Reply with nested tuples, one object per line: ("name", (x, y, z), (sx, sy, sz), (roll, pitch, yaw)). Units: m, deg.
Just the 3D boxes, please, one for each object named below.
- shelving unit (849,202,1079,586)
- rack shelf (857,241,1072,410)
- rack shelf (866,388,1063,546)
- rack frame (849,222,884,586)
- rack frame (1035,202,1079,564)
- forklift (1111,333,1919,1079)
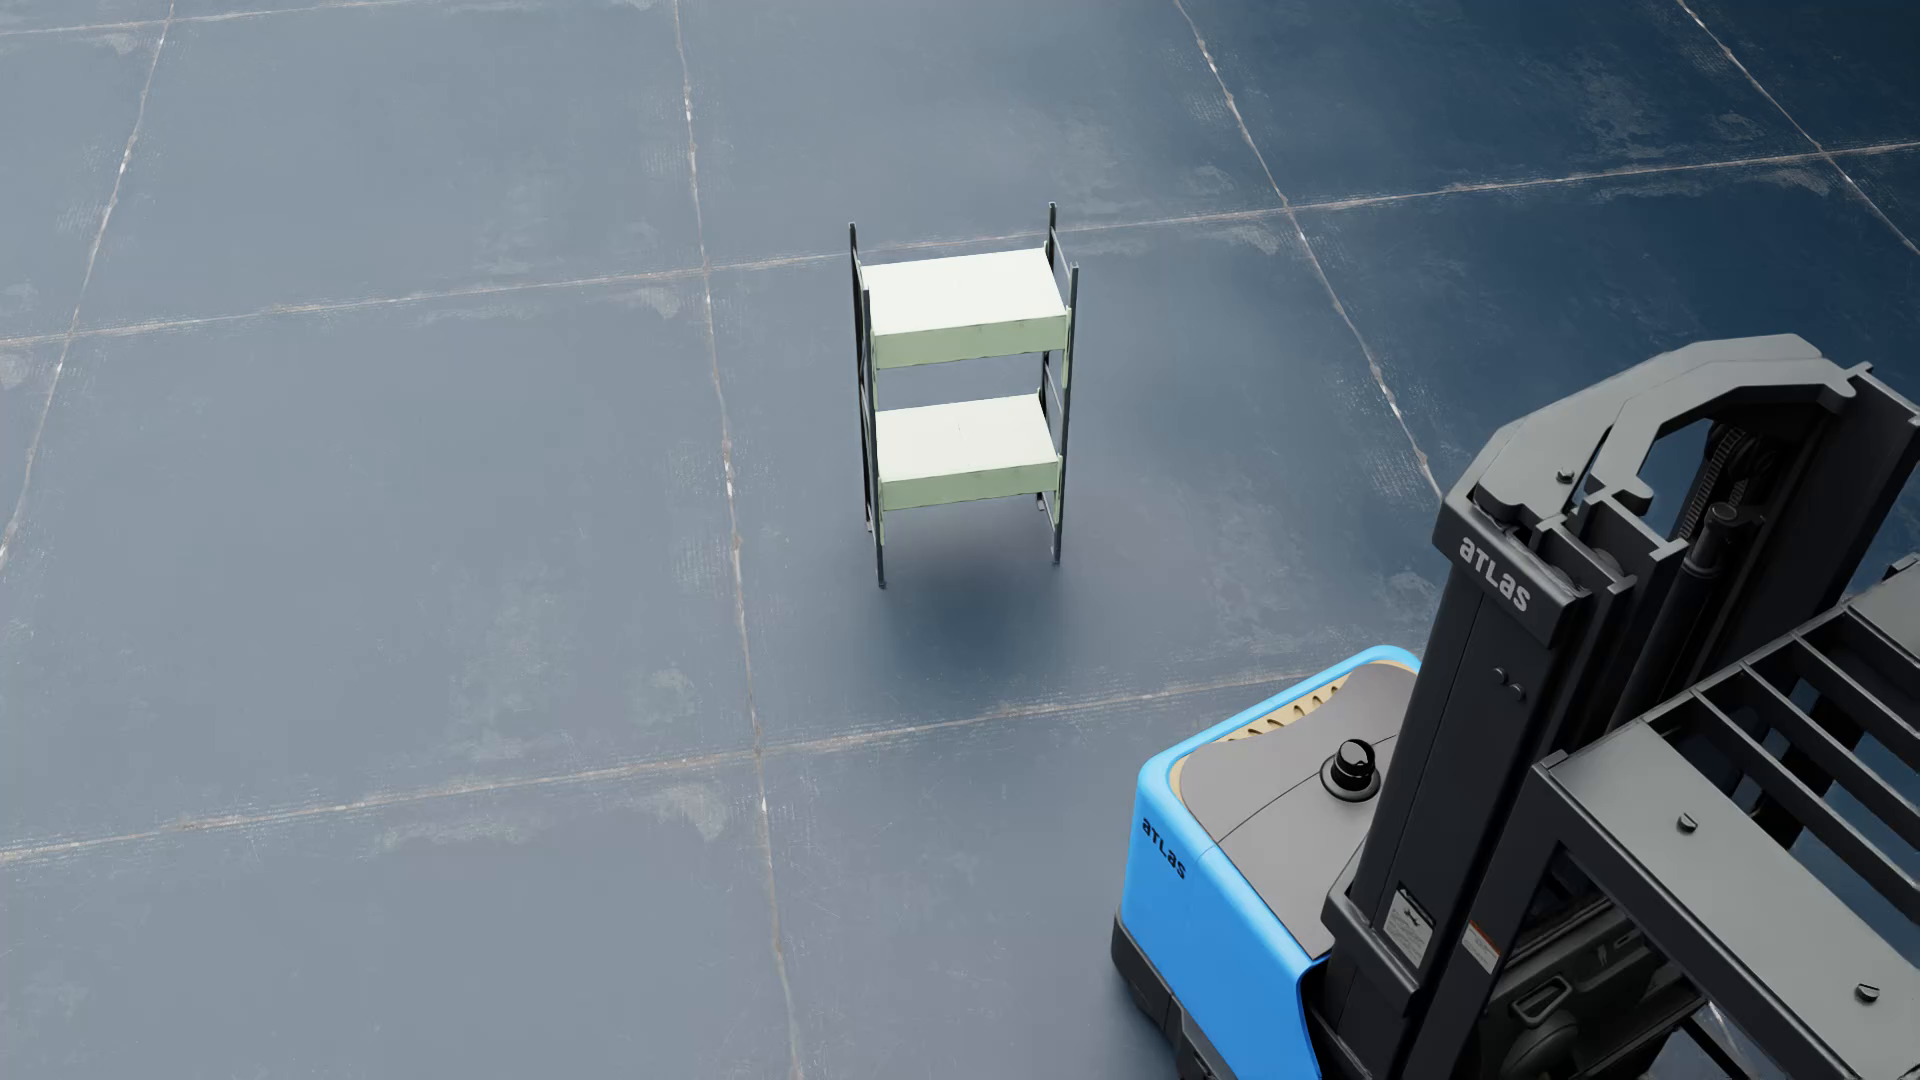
("shelving unit", (0.007, -0.521, 6.404), (0.755, 1.500, 0.431), (-7, 46, -7))
("rack shelf", (0.007, -0.792, 6.123), (0.720, 0.370, 0.431), (-7, 46, -7))
("rack shelf", (0.007, -0.295, 6.639), (0.720, 0.370, 0.431), (-7, 46, -7))
("rack frame", (-0.354, -0.476, 6.361), (0.023, 1.500, 0.400), (-7, 46, -7))
("rack frame", (0.367, -0.566, 6.447), (0.023, 1.500, 0.400), (-7, 46, -7))
("forklift", (1.682, 1.122, 3.826), (1.130, 2.935, 3.031), (-23, 50, -21))
